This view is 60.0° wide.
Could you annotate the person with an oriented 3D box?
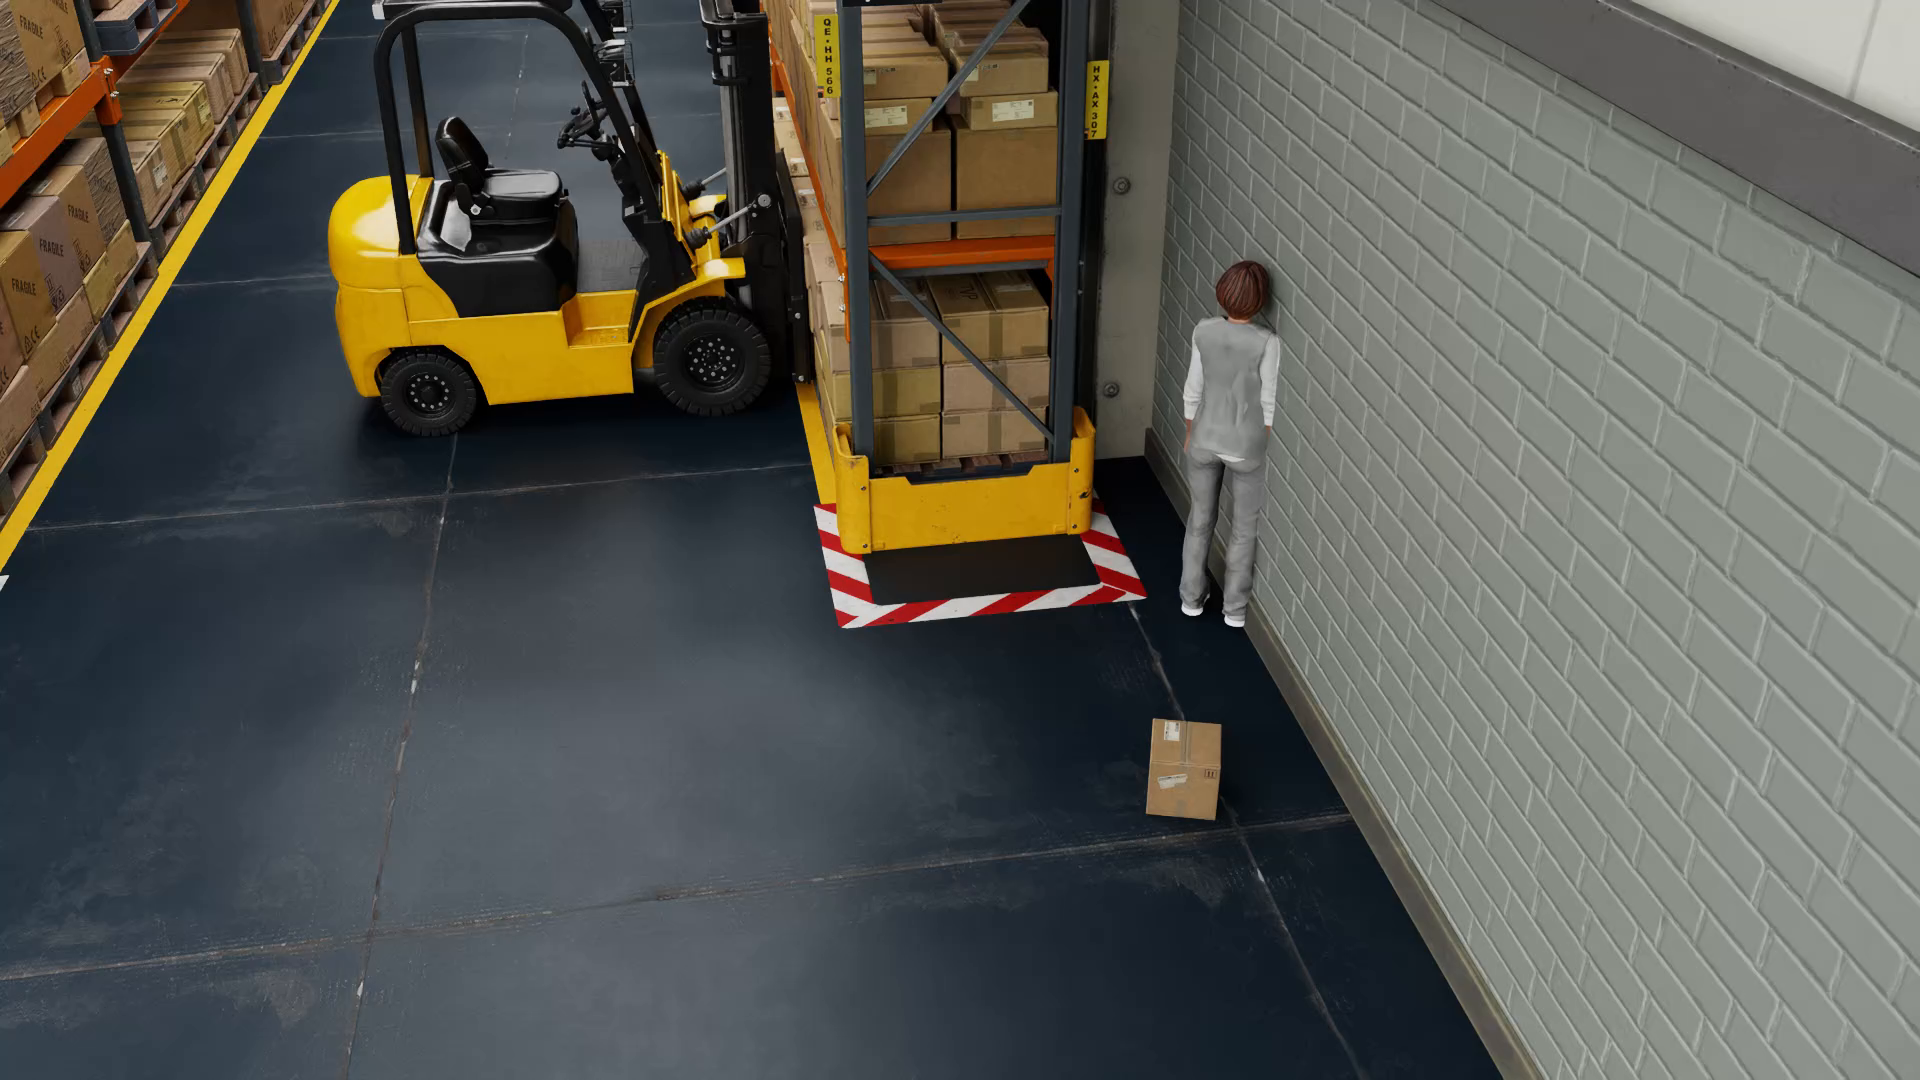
[{"bbox_3d":[1.102,-0.381,6.768,0.408,1.604,0.306,16,34,24],"label":"person"}]
